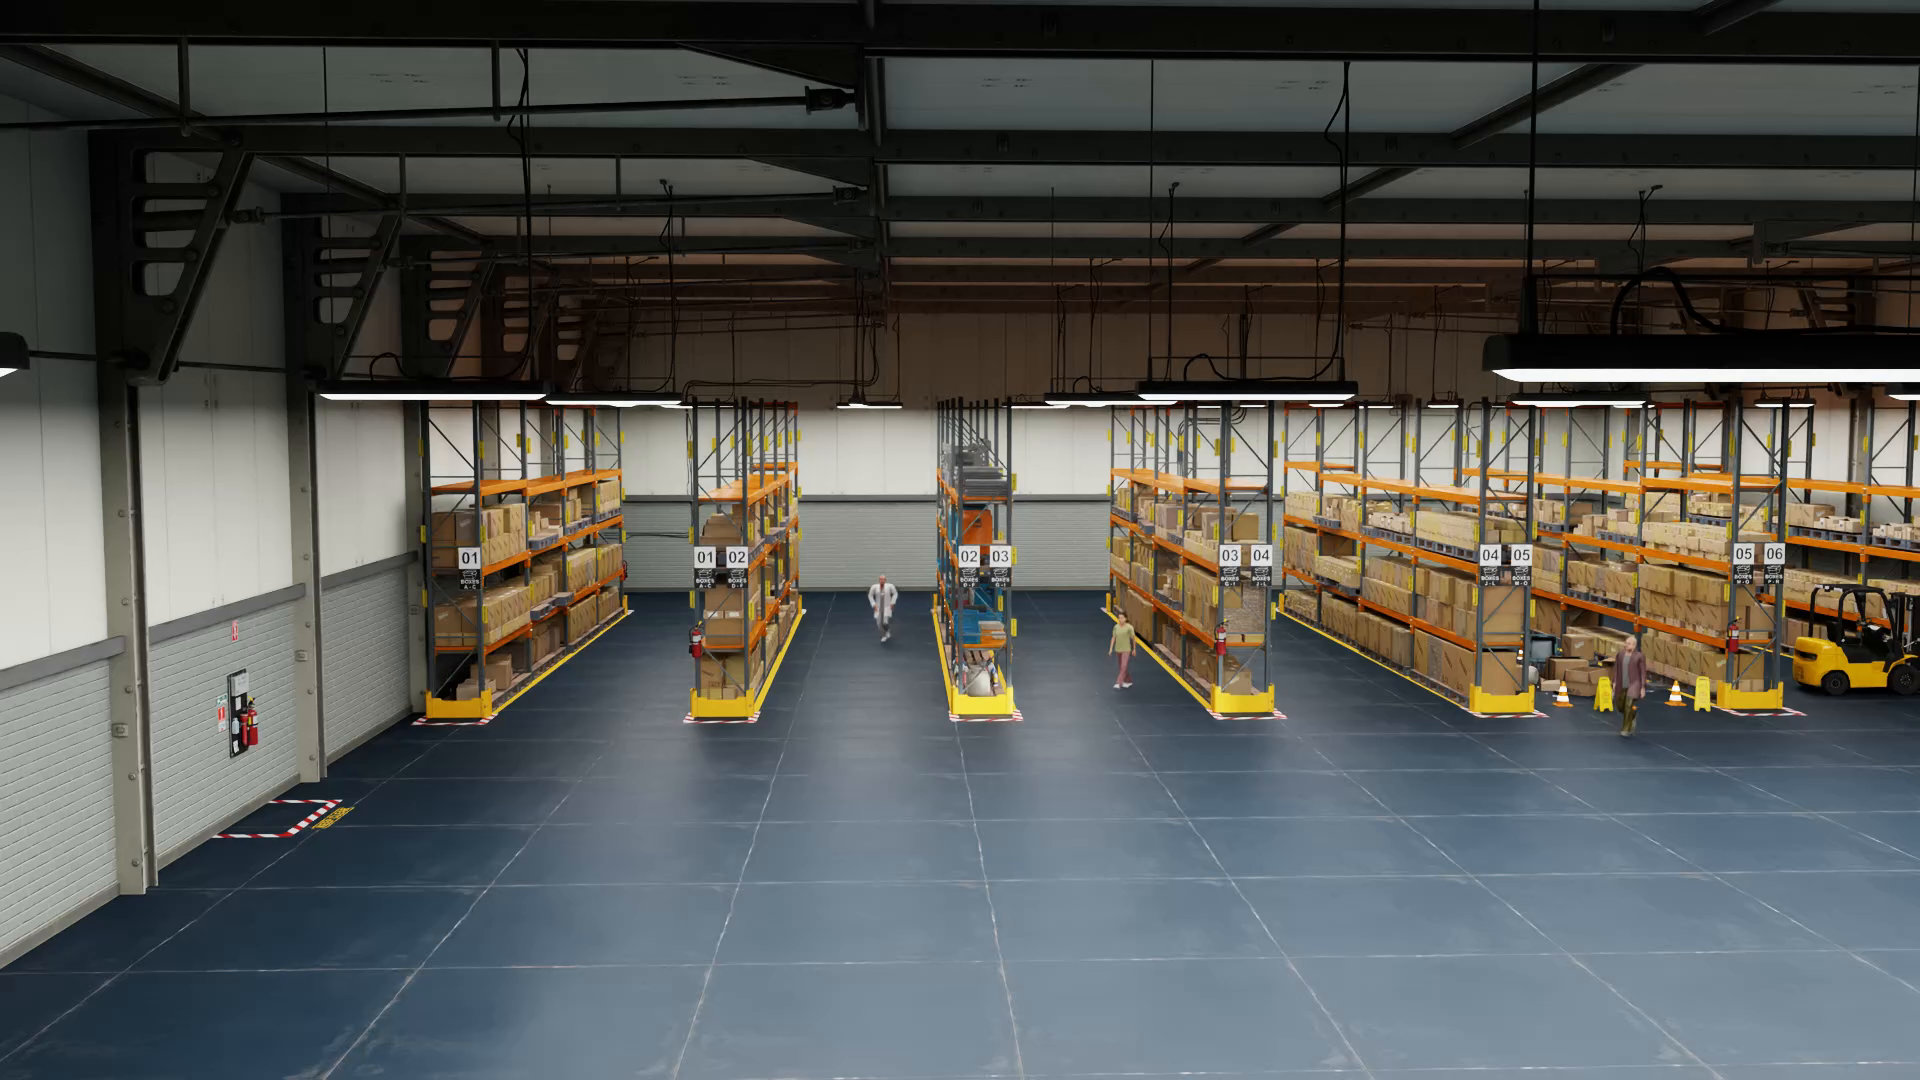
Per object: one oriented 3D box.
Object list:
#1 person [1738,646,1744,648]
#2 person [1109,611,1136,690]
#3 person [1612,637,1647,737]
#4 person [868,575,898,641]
[{"bbox_3d":[16.709,2.067,35.910,0.583,1.784,0.553,0,4,-4],"label":"person"},{"bbox_3d":[3.290,2.267,34.046,0.471,1.613,1.072,3,5,36],"label":"person"},{"bbox_3d":[11.842,2.612,29.375,0.907,1.641,0.615,-4,6,-44],"label":"person"},{"bbox_3d":[-1.914,1.694,41.373,0.720,1.688,0.665,1,4,9],"label":"person"}]
